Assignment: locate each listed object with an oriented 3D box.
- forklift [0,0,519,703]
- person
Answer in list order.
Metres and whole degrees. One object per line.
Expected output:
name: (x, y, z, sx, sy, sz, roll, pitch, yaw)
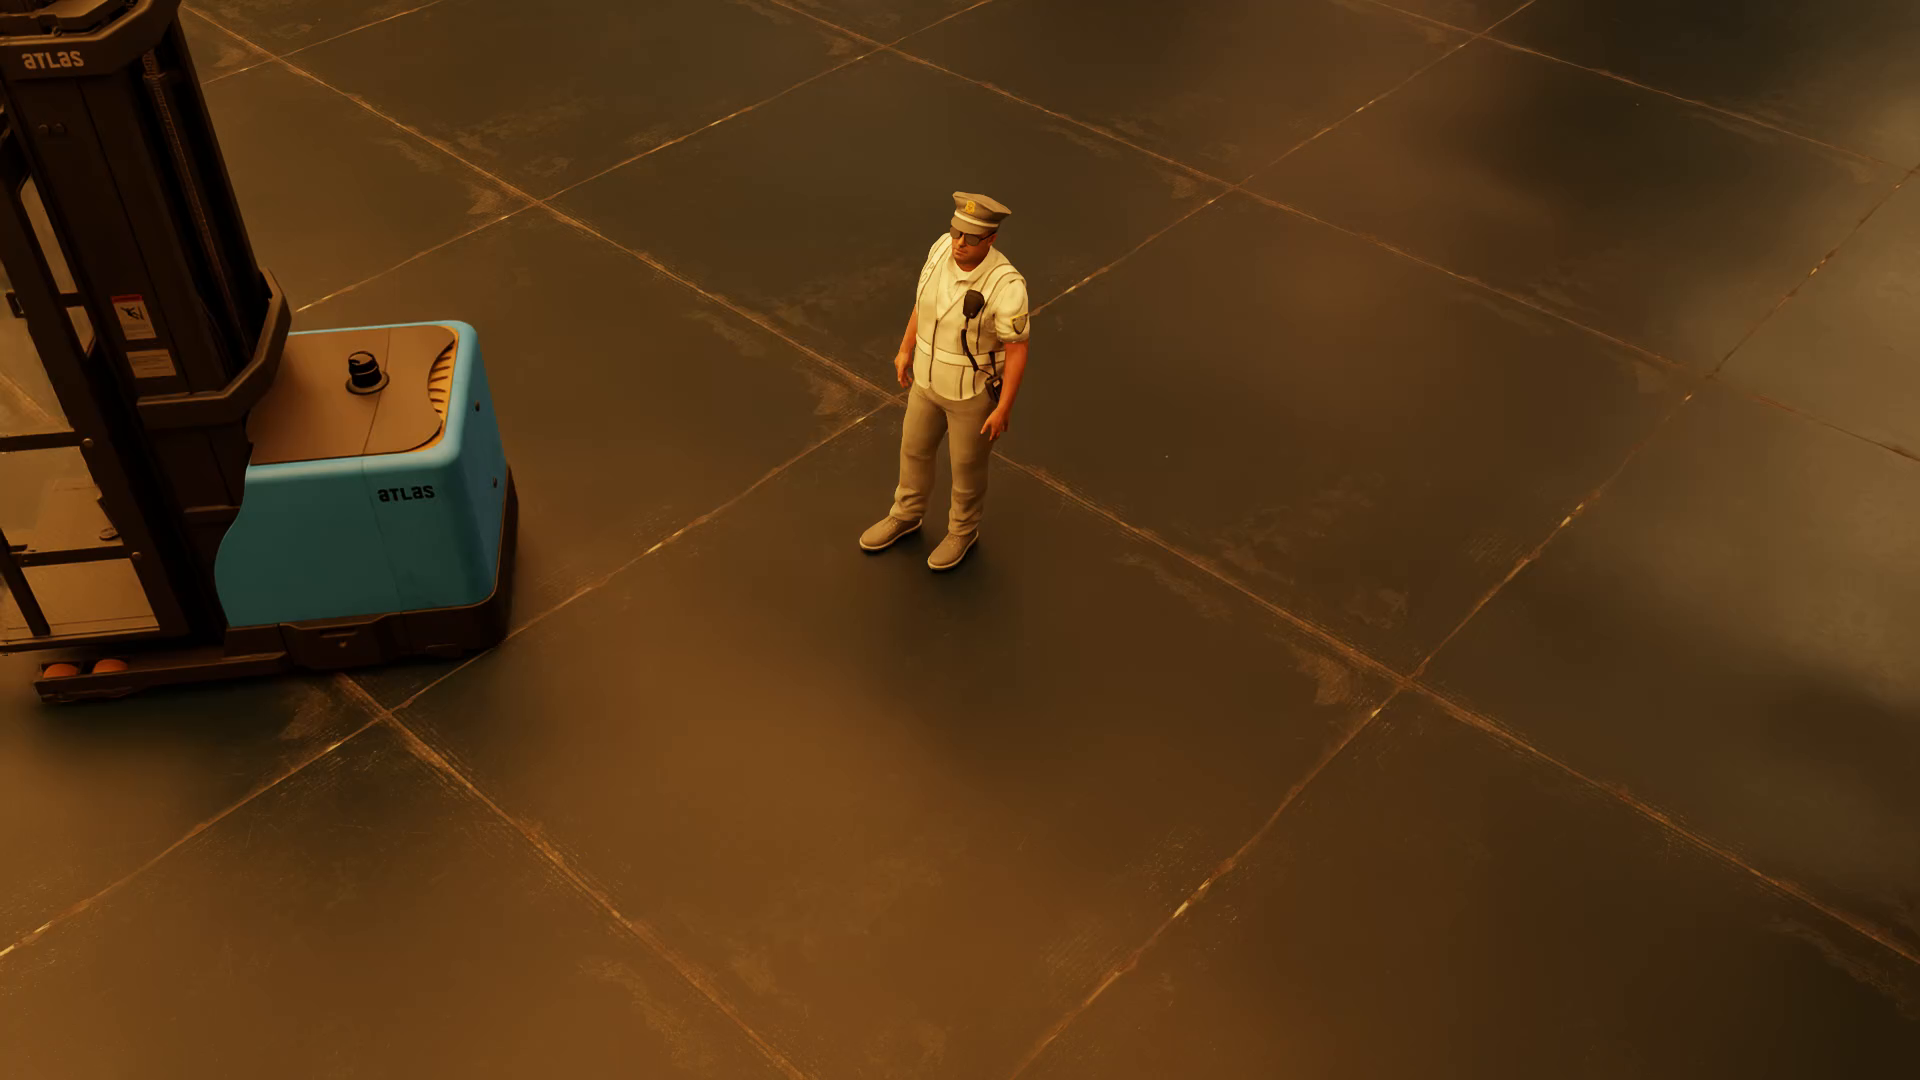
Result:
forklift: (-3.499, -0.807, 6.369, 3.031, 2.935, 1.130, -5, 41, -6)
person: (-0.061, -0.649, 7.057, 0.641, 1.779, 0.574, 31, 49, 31)
